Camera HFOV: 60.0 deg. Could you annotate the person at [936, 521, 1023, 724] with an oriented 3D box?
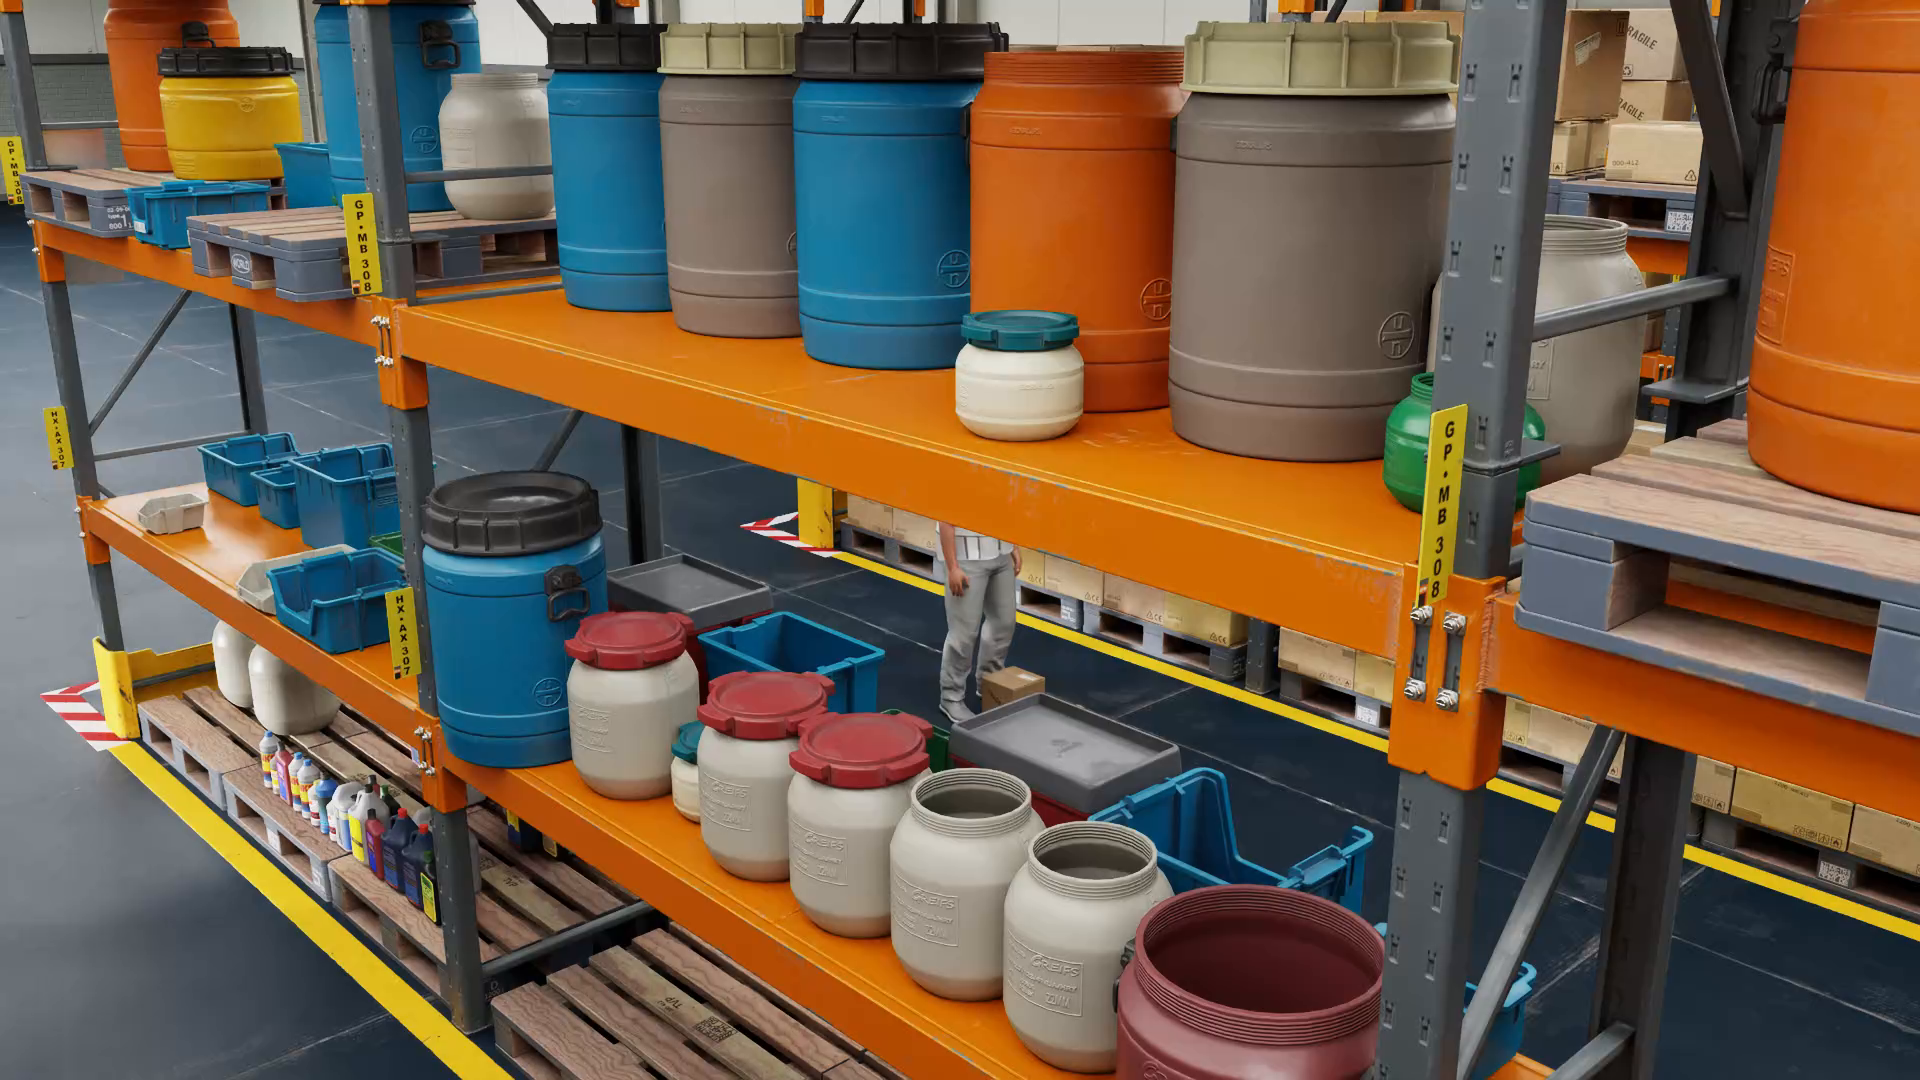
[{"bbox_3d":[0.109,0.103,9.198,0.443,1.750,0.606,16,23,41],"label":"person"}]
